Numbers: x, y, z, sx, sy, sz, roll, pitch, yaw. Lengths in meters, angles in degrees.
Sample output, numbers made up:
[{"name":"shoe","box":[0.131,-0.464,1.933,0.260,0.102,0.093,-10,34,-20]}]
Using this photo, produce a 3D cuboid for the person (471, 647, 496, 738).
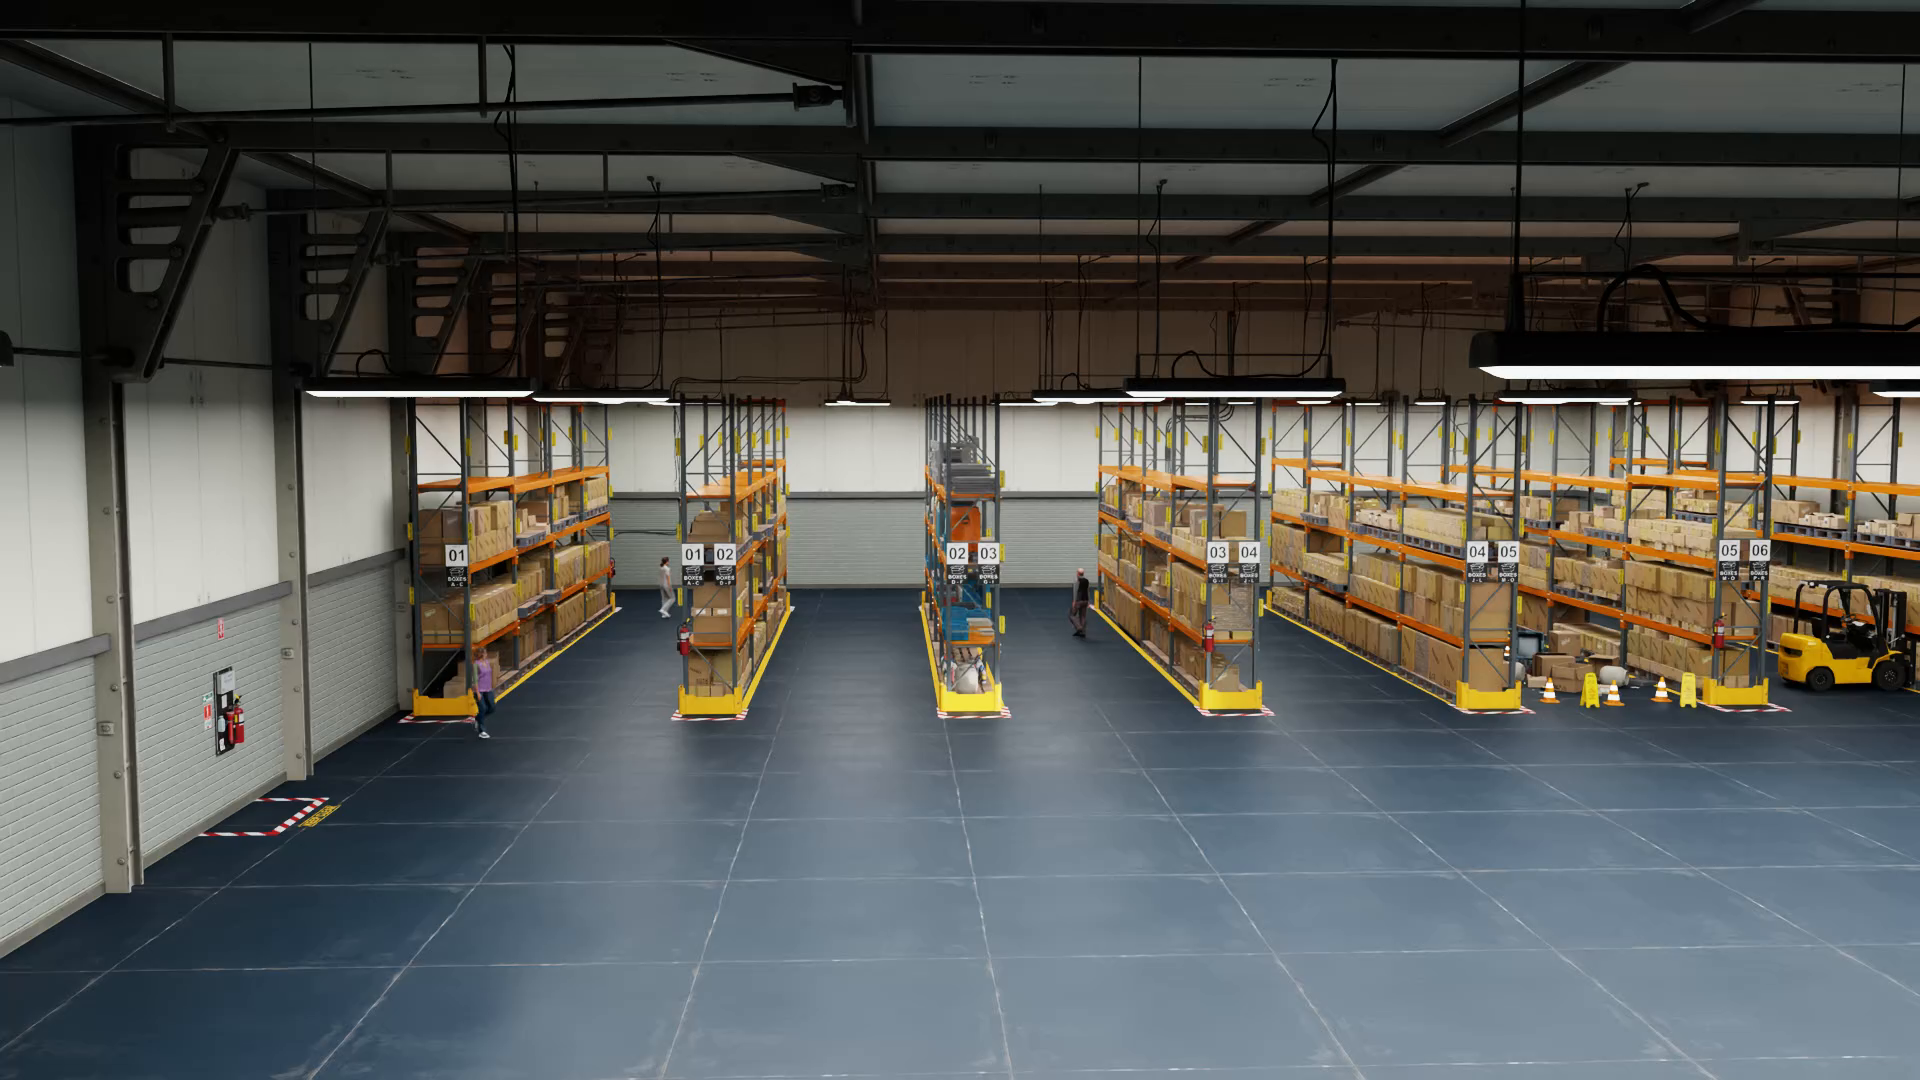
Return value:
[{"name":"person","box":[-8.342,2.629,28.897,0.519,1.586,0.405,3,6,36]}]

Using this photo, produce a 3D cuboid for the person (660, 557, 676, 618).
[{"name":"person","box":[-8.083,1.294,45.518,0.474,1.672,0.474,-4,6,-41]}]

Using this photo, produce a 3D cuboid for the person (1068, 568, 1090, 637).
[{"name":"person","box":[3.031,1.573,41.686,0.573,1.719,0.457,-4,6,-40]}]
